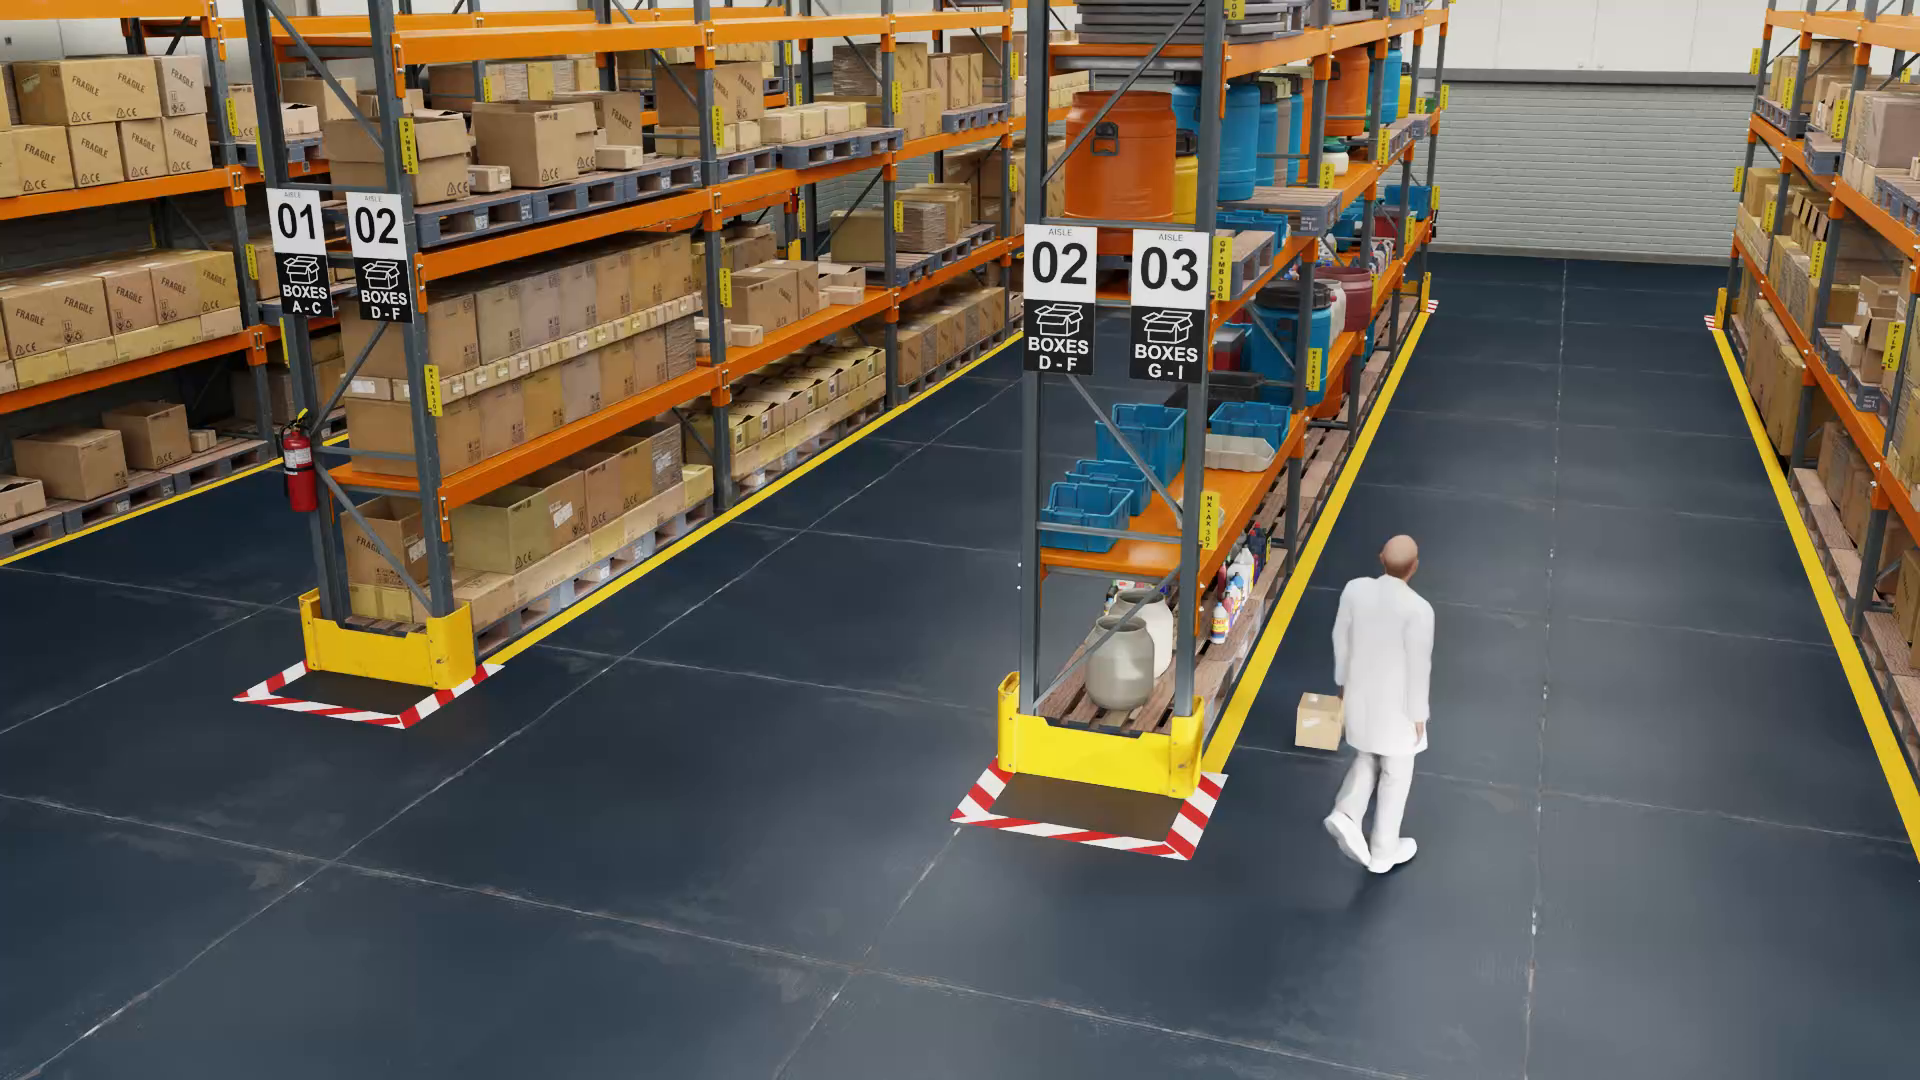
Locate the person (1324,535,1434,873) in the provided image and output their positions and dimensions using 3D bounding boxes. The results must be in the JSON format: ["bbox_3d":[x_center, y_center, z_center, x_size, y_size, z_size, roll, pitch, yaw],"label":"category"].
[{"bbox_3d":[2.083,0.843,8.504,0.632,1.754,0.610,-15,24,-39],"label":"person"}]
